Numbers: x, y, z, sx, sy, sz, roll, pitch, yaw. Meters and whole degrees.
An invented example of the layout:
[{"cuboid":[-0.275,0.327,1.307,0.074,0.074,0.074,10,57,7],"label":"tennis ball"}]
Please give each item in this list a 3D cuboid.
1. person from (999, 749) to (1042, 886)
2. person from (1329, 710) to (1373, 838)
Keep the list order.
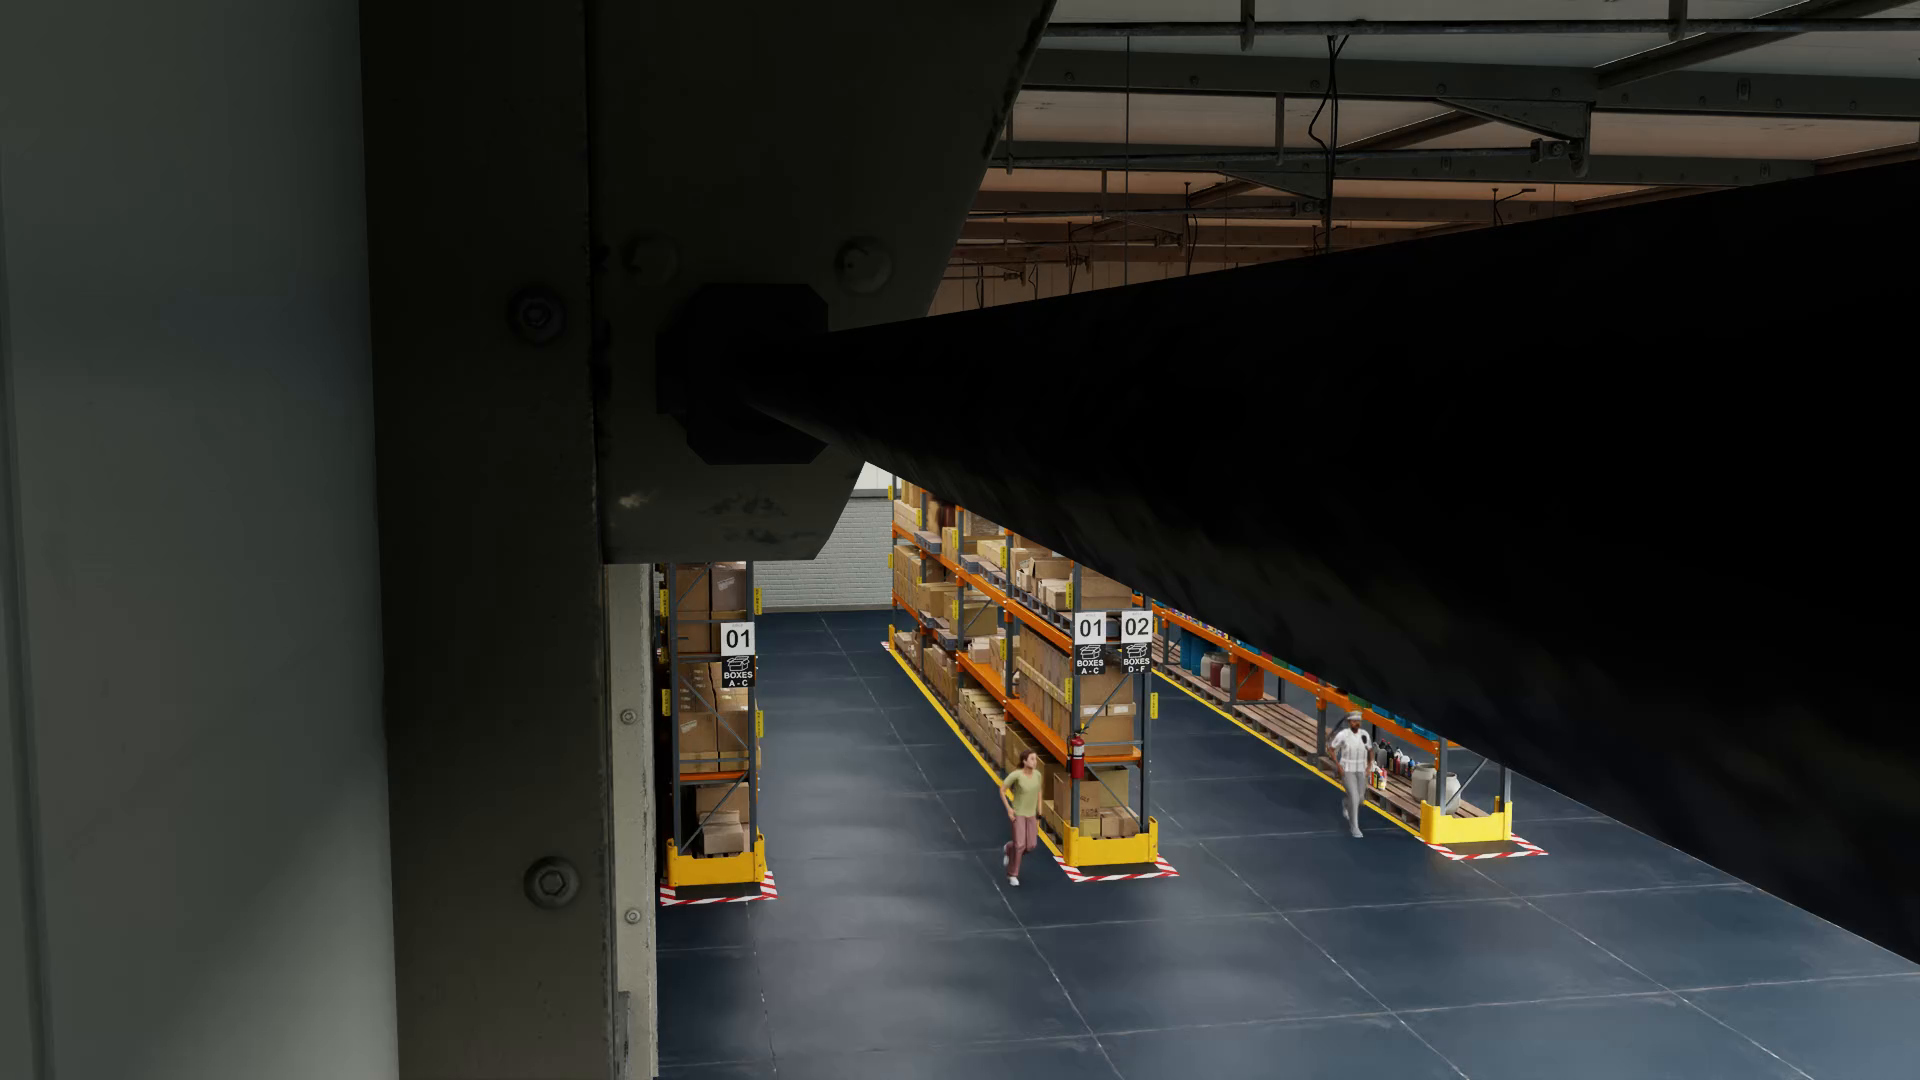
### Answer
[{"cuboid":[0.757,3.345,20.348,0.620,1.613,0.566,-3,7,-28],"label":"person"},{"cuboid":[5.265,3.097,22.389,0.592,1.682,0.727,-1,6,-9],"label":"person"}]
